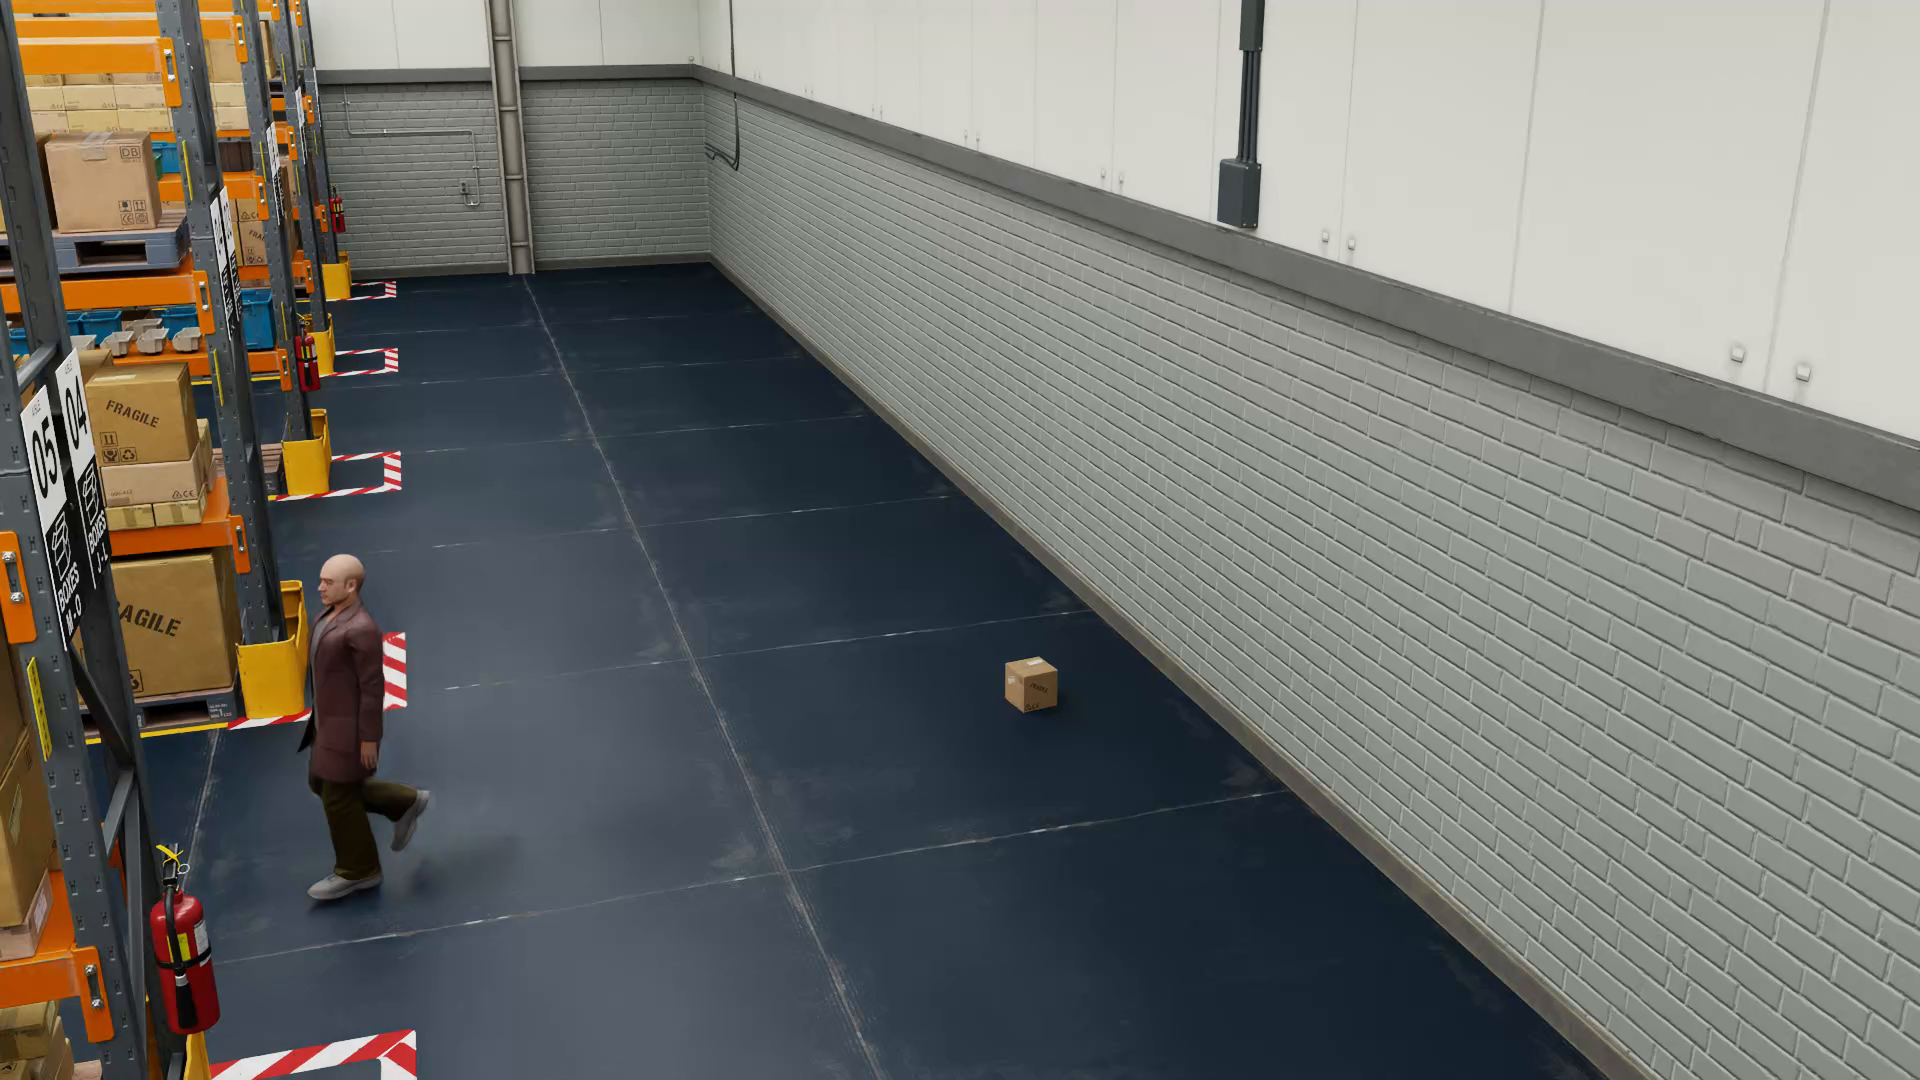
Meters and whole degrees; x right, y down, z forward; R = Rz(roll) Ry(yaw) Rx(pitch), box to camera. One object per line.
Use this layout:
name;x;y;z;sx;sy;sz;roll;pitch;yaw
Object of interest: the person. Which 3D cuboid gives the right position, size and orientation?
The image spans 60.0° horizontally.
person;-3.049;0.914;8.365;0.689;1.762;0.582;-12;22;-31
